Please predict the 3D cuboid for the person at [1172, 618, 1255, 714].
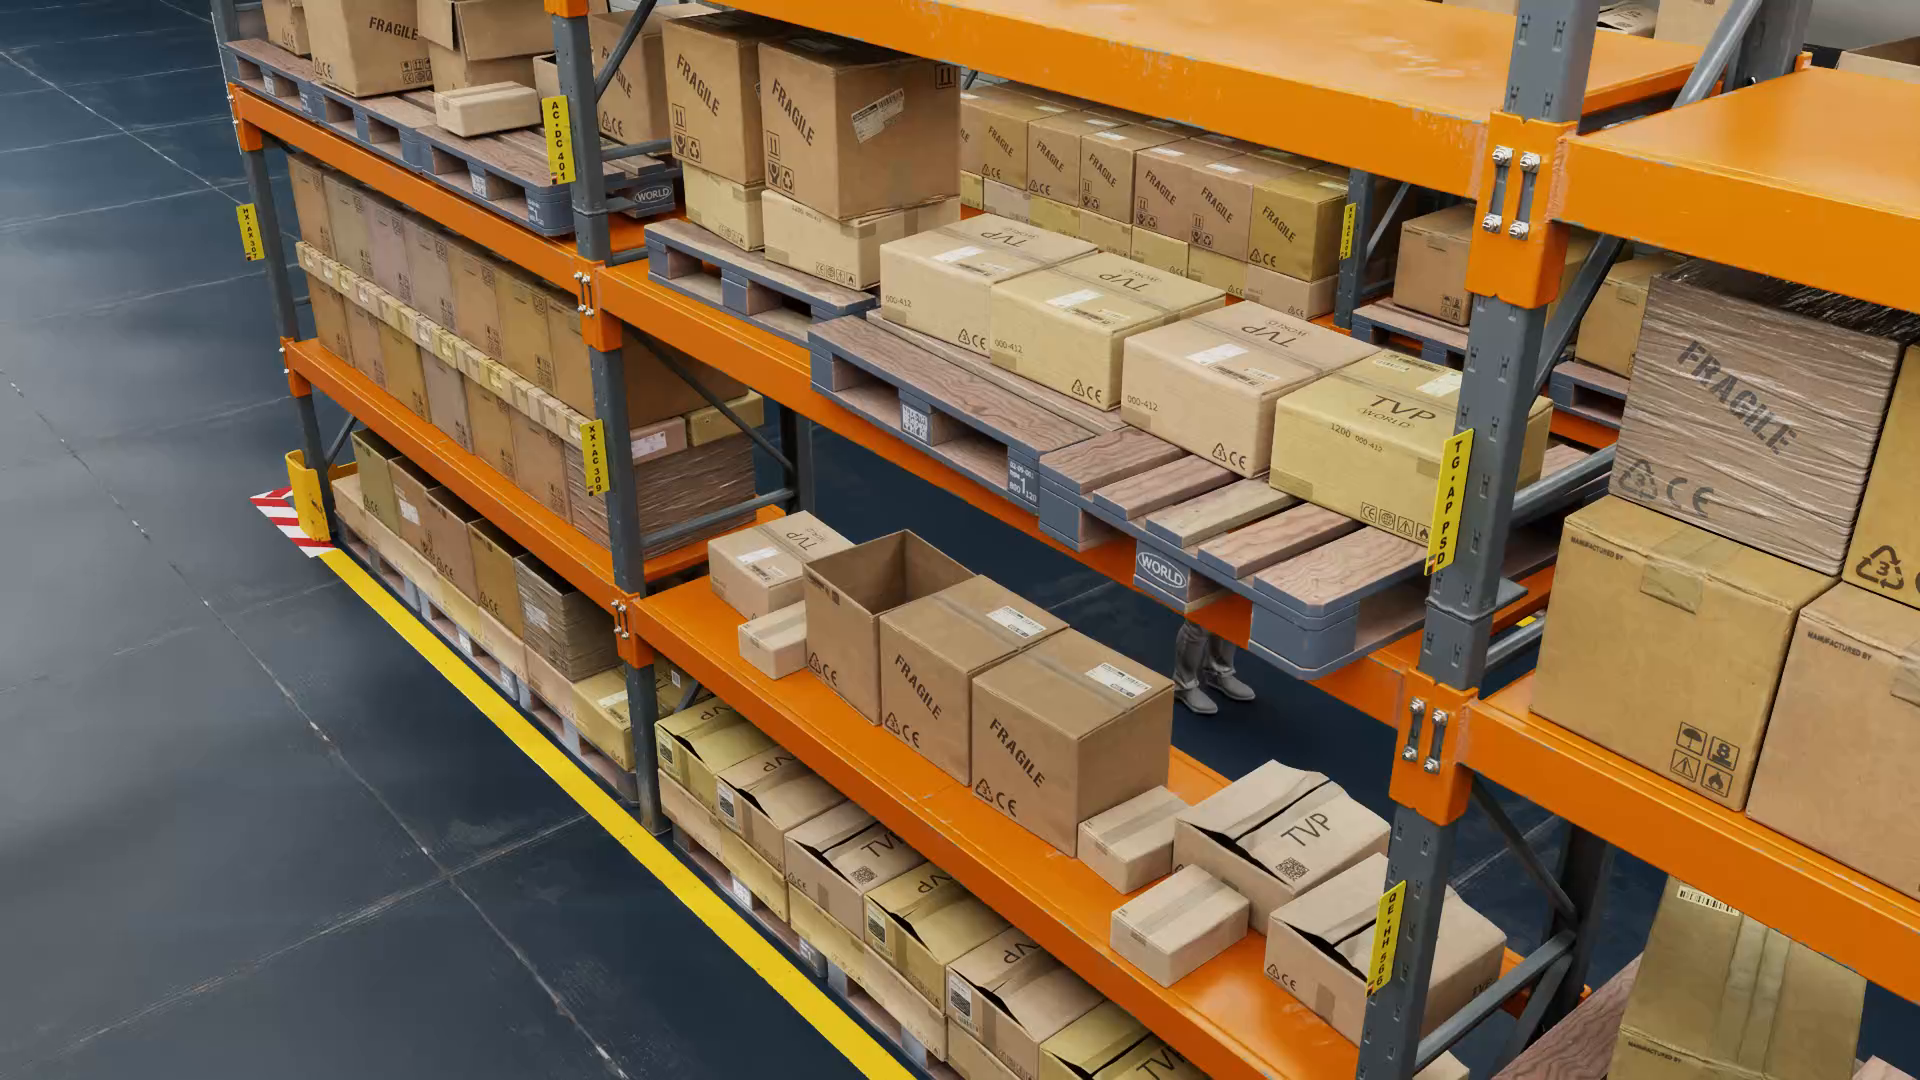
[{"bbox_3d":[1.386,0.066,8.477,0.504,1.761,0.572,-21,35,-34],"label":"person"}]
